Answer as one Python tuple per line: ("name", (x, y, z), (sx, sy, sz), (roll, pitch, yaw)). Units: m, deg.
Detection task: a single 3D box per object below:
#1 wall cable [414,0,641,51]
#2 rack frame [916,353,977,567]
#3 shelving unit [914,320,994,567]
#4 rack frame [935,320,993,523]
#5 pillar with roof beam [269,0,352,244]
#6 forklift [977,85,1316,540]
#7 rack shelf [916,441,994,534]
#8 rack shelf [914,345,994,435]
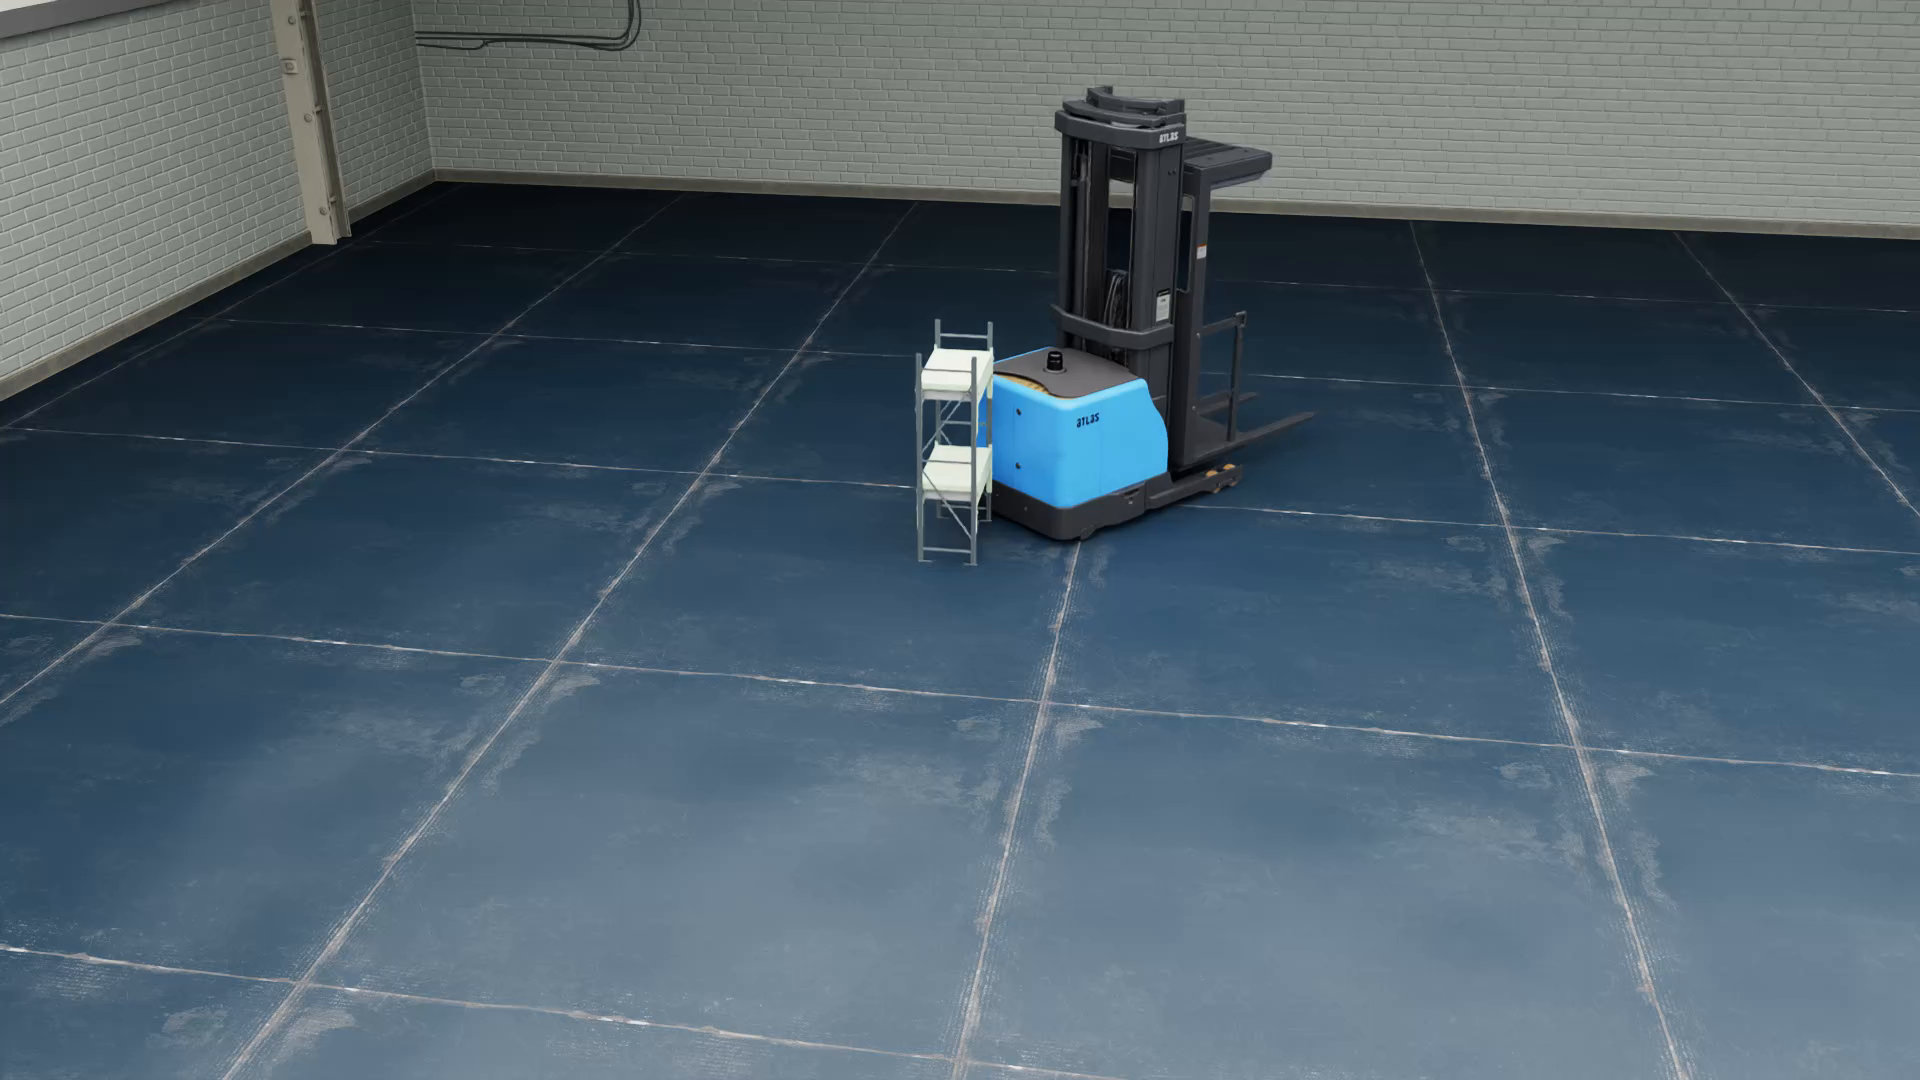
("wall cable", (-5.455, -7.270, 20.329), (3.097, 2.526, 0.112), (4, 25, 9))
("rack frame", (-0.088, -0.516, 11.083), (0.400, 1.500, 0.023), (4, 25, 8))
("shelving unit", (-0.031, -0.669, 11.410), (0.431, 1.500, 0.755), (4, 25, 8))
("rack frame", (0.027, -0.822, 11.738), (0.400, 1.500, 0.023), (4, 25, 8))
("pillar with roof beam", (-2.993, -7.238, 16.597), (9.100, 9.000, 0.400), (4, 25, 9))
("forklift", (1.512, -1.831, 12.205), (3.031, 2.935, 1.130), (-20, 32, -36))
("rack shelf", (-0.031, -0.374, 11.549), (0.431, 0.370, 0.720), (4, 25, 8))
("rack shelf", (-0.031, -1.023, 11.245), (0.431, 0.370, 0.720), (4, 25, 8))
